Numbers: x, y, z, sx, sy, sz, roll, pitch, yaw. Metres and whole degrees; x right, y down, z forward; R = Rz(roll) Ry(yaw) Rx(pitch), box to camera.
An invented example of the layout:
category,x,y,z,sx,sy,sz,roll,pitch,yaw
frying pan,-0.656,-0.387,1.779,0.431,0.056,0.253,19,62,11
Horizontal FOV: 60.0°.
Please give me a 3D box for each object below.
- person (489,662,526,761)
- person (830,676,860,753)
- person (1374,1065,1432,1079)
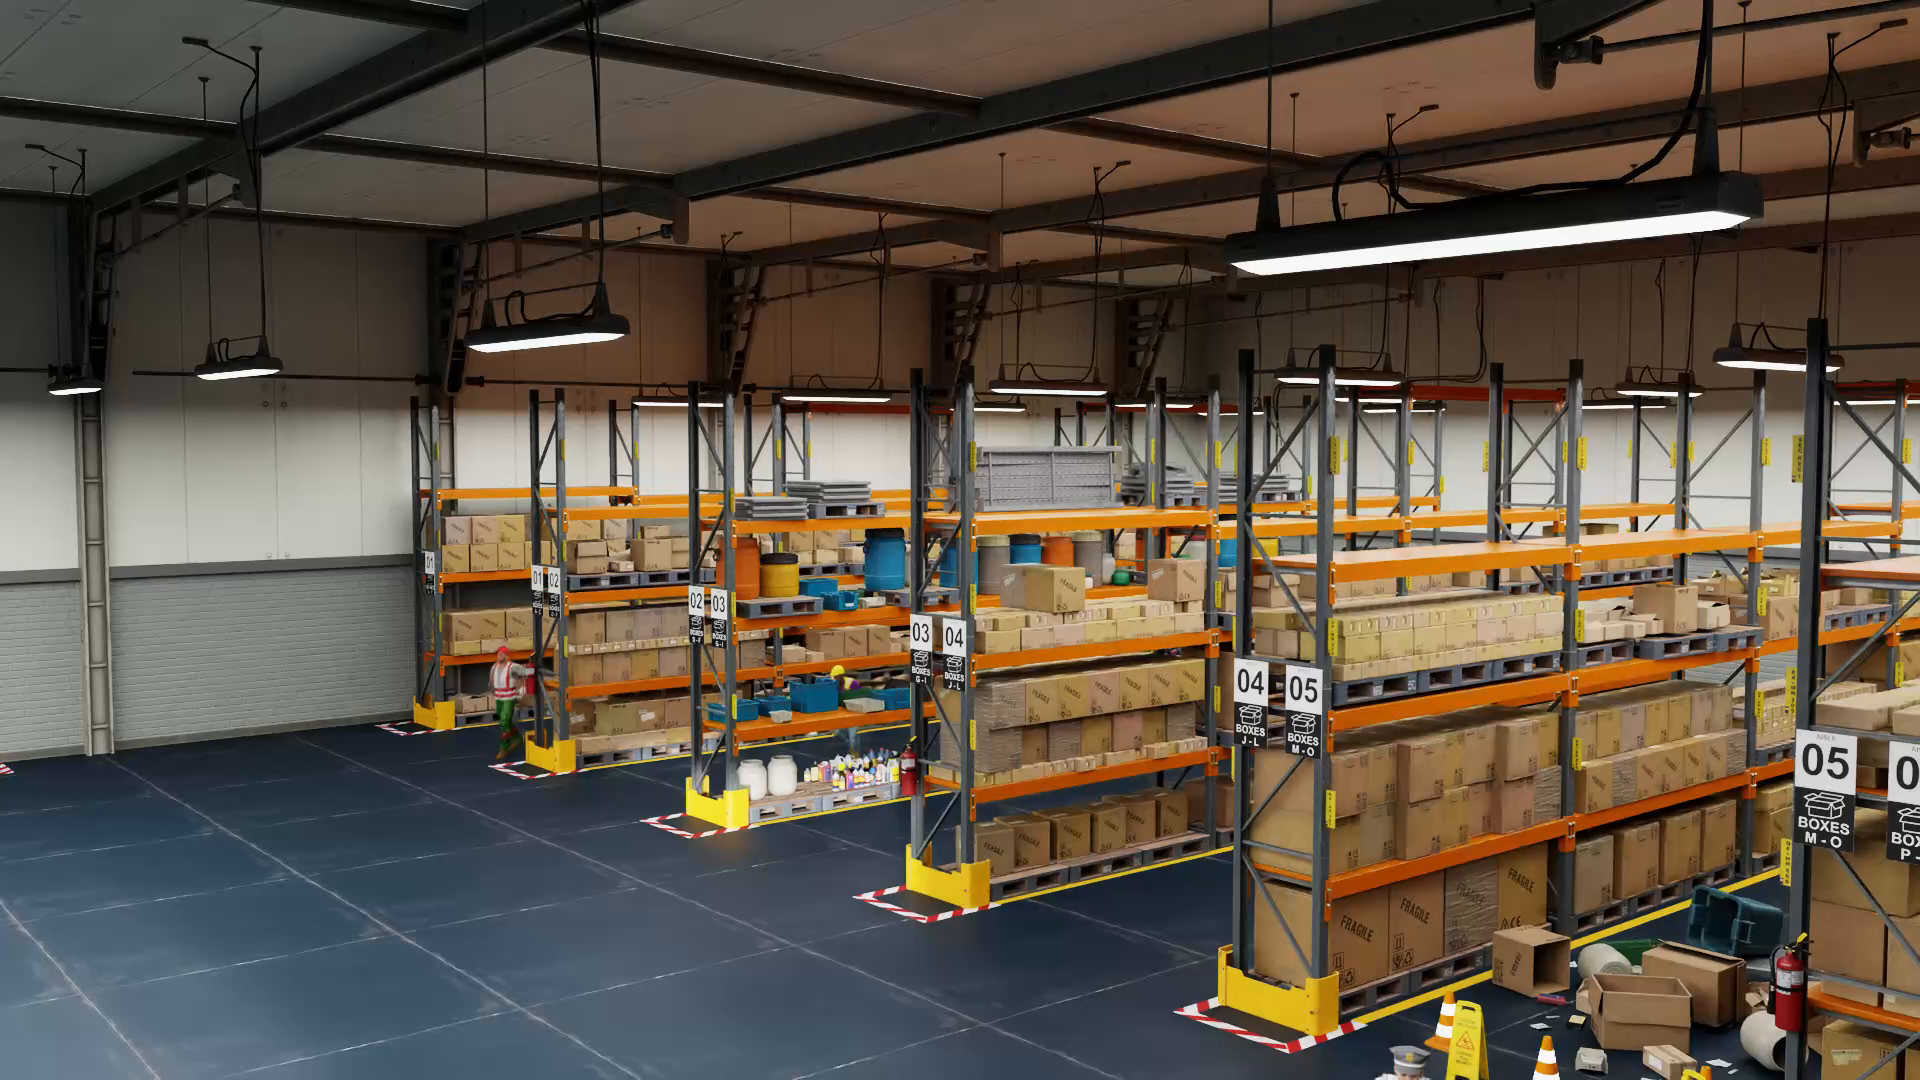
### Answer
category,x,y,z,sx,sy,sz,roll,pitch,yaw
person,-7.469,2.795,27.383,0.637,1.555,0.870,2,4,26
person,-1.811,2.840,27.049,0.445,1.323,0.632,1,4,24
person,2.768,3.803,10.171,0.620,1.595,0.838,1,4,16
